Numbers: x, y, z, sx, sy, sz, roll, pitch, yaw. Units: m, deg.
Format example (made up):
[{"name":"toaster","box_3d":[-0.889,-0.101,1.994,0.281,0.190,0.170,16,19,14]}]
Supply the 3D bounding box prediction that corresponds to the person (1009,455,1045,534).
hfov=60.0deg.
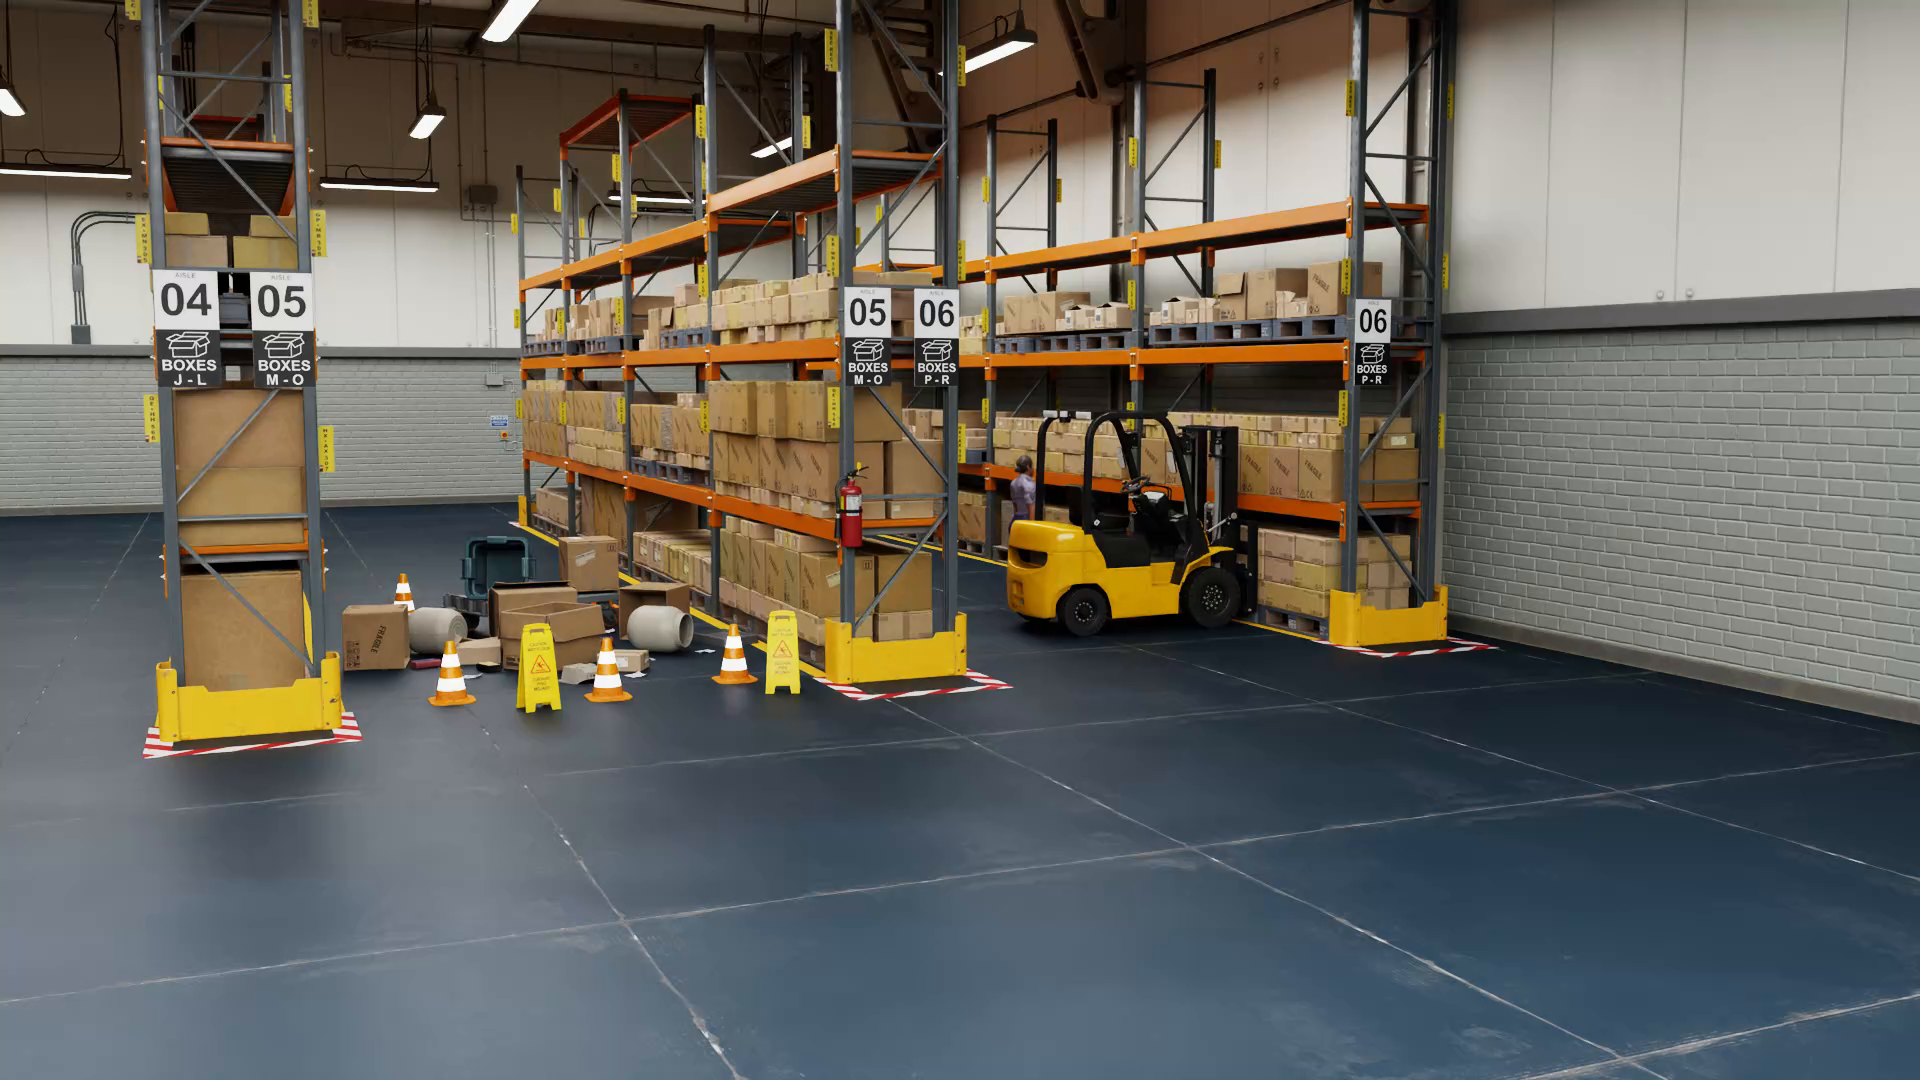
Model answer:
[{"name":"person","box_3d":[0.730,-0.091,18.052,0.357,1.661,0.474,-2,6,-23]}]
